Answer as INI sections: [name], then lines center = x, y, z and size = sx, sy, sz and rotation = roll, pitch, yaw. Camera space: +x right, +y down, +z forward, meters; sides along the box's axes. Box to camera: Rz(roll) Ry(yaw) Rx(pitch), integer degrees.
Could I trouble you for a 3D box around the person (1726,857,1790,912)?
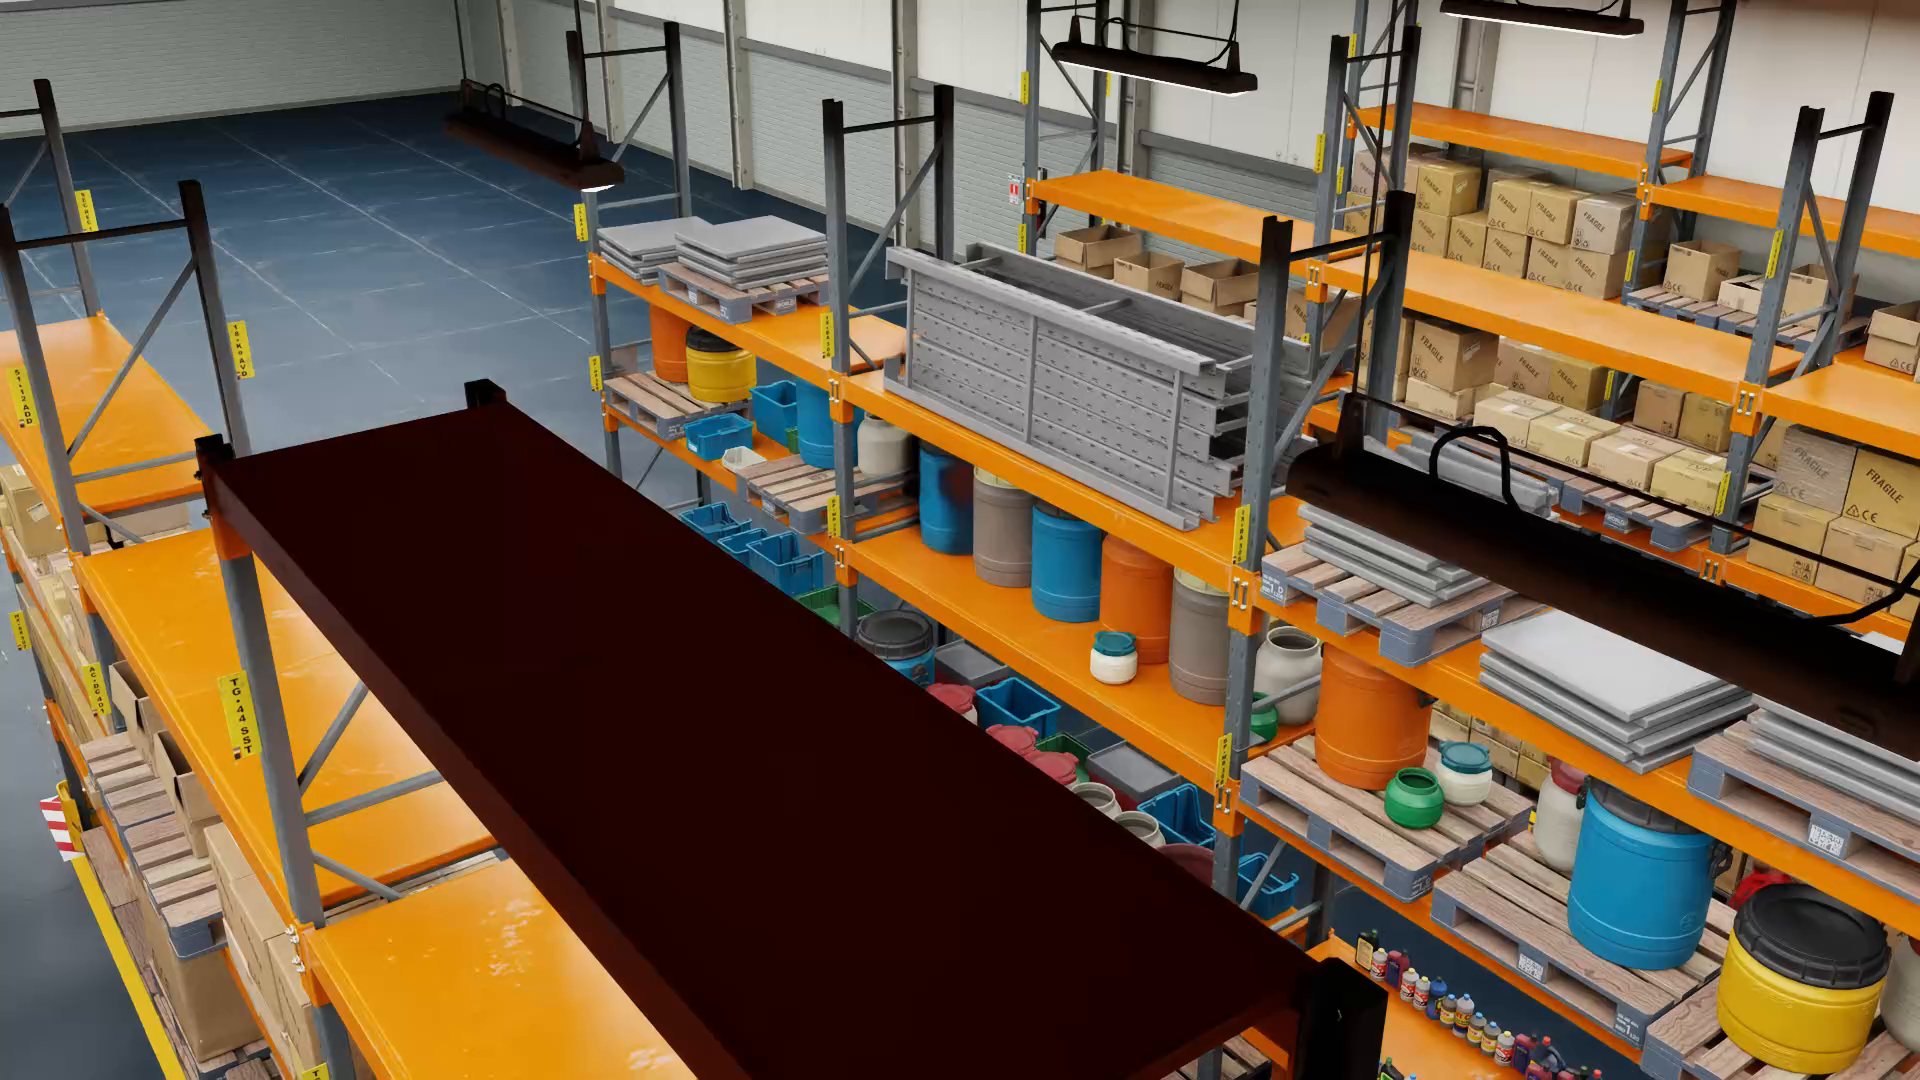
[person]
center = 5.254, 2.692, 11.145
size = 0.556, 1.672, 1.033
rotation = -23, 33, -40
